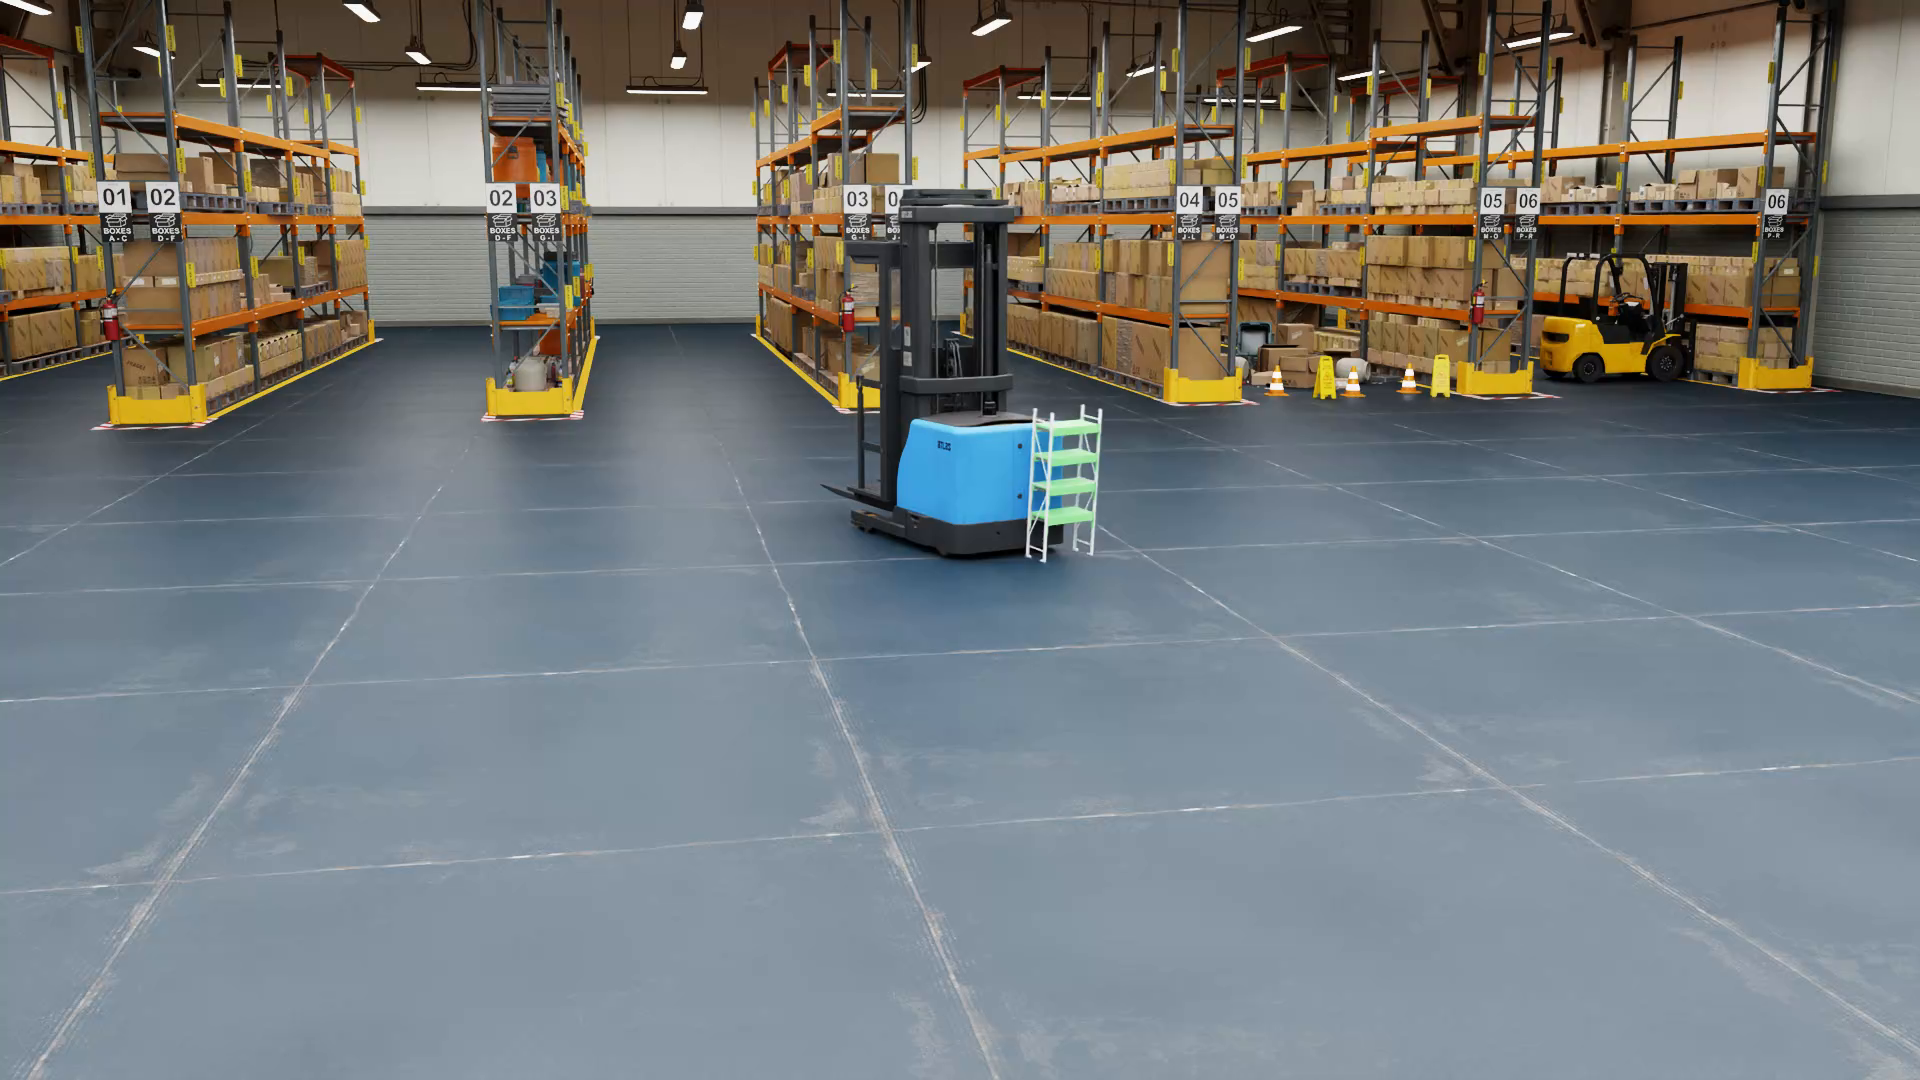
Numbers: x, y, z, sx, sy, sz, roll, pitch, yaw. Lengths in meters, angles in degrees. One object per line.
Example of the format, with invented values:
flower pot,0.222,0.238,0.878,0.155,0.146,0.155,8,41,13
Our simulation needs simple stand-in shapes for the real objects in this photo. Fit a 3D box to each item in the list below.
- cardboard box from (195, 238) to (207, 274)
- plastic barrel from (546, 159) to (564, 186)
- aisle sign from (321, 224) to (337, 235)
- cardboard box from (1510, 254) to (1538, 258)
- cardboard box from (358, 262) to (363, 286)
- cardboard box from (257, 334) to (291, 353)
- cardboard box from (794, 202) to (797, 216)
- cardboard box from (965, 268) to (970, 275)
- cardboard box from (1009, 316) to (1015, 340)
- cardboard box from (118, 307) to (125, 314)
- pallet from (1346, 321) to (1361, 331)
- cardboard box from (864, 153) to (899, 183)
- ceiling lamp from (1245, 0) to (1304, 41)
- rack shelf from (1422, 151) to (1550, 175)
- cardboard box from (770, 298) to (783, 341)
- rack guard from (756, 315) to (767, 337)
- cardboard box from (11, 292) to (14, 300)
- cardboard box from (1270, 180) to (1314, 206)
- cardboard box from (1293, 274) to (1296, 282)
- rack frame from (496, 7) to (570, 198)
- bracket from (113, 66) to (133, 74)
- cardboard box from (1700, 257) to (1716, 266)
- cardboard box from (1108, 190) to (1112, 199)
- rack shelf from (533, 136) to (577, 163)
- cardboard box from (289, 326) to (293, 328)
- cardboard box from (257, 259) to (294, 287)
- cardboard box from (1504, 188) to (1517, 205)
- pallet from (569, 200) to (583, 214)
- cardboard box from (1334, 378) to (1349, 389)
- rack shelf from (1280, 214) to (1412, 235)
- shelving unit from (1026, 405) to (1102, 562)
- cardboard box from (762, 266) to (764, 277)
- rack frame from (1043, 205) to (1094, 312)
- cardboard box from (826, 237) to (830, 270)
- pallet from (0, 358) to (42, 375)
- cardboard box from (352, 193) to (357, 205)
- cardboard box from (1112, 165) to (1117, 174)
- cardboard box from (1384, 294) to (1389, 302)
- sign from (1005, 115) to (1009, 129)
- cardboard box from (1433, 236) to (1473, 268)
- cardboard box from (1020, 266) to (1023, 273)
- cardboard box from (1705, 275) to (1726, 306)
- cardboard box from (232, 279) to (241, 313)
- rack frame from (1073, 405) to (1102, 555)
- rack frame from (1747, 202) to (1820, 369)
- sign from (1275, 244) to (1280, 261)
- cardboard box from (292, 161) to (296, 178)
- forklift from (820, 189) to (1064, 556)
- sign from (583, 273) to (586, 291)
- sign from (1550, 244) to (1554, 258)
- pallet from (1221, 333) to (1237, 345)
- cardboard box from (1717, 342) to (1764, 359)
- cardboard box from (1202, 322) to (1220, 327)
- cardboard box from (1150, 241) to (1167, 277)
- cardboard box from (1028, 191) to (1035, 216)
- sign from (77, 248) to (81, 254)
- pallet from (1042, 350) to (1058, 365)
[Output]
cardboard box,-11.202,-4.056,23.750,0.700,0.500,0.500,-2,11,-11
plastic barrel,-7.711,-6.727,31.225,0.600,0.830,0.708,-2,11,-11
aisle sign,-14.320,-7.299,37.570,0.394,0.787,0.004,-2,11,-11
cardboard box,11.897,-5.809,35.306,0.500,0.500,0.500,-2,11,-8
cardboard box,-13.560,-5.902,36.915,0.500,0.500,0.500,-2,11,-11
cardboard box,-11.917,-3.409,28.816,0.500,0.311,0.500,-2,11,-11
cardboard box,-2.804,-6.123,30.721,0.500,0.250,0.500,-2,11,-10
cardboard box,0.400,-6.644,40.020,0.500,0.500,0.500,-2,11,-8
cardboard box,1.350,-4.544,35.611,0.500,0.500,0.500,-2,11,-8
cardboard box,-18.439,-4.995,36.243,0.380,0.149,0.250,-2,11,-12
pallet,10.459,-5.391,41.957,1.003,0.211,1.213,-2,11,-11
cardboard box,-1.213,-5.642,25.393,0.500,0.500,0.500,-2,11,-11
ceiling lamp,5.637,-10.250,28.369,0.800,3.185,2.000,-2,11,-11
rack shelf,11.455,-8.218,36.300,1.077,0.370,4.000,-2,11,-11
cardboard box,-3.379,-4.692,35.385,1.225,0.875,0.875,-2,11,-11
rack guard,-4.306,-5.156,39.949,1.175,0.500,0.348,-2,11,-11
cardboard box,-17.199,-4.374,29.772,0.380,0.149,0.250,-2,11,-10
cardboard box,6.754,-7.067,33.882,0.797,0.503,0.637,-3,11,-15
cardboard box,6.879,-5.236,33.234,0.380,0.149,0.250,-3,11,-15
rack frame,-6.825,-6.946,26.622,1.000,3.000,0.127,-2,11,-11
bracket,-20.329,-11.434,40.575,0.076,0.066,3.189,-2,11,-11
cardboard box,12.833,-4.742,28.290,0.380,0.149,0.250,-2,11,-10
cardboard box,2.707,-5.820,28.009,0.380,0.149,0.250,-2,11,-11
rack shelf,-7.214,-6.763,28.654,1.077,0.370,4.000,-2,11,-11
cardboard box,-12.975,-3.799,31.642,0.500,0.500,0.500,-3,11,-13
cardboard box,-12.696,-4.920,30.631,0.700,0.500,0.500,-6,12,-30
cardboard box,8.695,-5.453,26.409,0.500,0.250,0.500,-2,11,-12
pallet,-6.589,-5.251,26.243,1.213,0.211,1.003,-2,11,-11
cardboard box,6.295,-2.572,27.311,0.380,0.149,0.250,4,11,18
rack shelf,7.365,-6.026,31.737,1.077,0.370,4.000,-2,11,-11
shelving unit,0.833,-0.459,13.349,0.503,1.200,0.258,-8,17,-34
cardboard box,-4.271,-6.167,38.180,0.500,0.250,0.500,-2,11,-13
rack frame,2.140,-5.074,32.834,1.000,3.000,0.127,-2,11,-11
cardboard box,-1.825,-4.499,26.073,0.500,0.500,0.500,-2,11,-11
pallet,-17.401,-3.150,30.179,1.003,0.211,1.213,-2,11,-11
cardboard box,-13.571,-7.489,36.562,0.500,0.250,0.500,-2,11,-11
cardboard box,2.755,-6.166,27.694,0.380,0.149,0.250,-2,11,-12
cardboard box,7.682,-4.254,29.198,0.380,0.149,0.250,-2,11,-11
sign,1.132,-10.042,39.966,0.100,0.325,0.005,-2,11,-11
cardboard box,8.127,-4.671,26.977,0.700,0.500,0.500,-2,11,-10
cardboard box,1.442,-5.520,33.930,0.380,0.149,0.250,-2,11,-11
cardboard box,12.955,-4.212,28.037,0.500,0.500,0.500,-2,11,-9
cardboard box,-11.592,-3.787,25.804,0.700,0.500,0.500,-2,11,-12
rack frame,1.033,-0.485,13.487,0.015,1.200,0.240,-8,17,-34
rack frame,13.400,-3.987,27.120,1.000,3.000,0.127,-2,11,-11
sign,6.432,-5.821,33.660,0.100,0.325,0.005,-2,11,-11
cardboard box,-12.740,-6.834,31.116,0.500,0.500,0.500,-2,11,-11
forklift,-0.307,-1.542,14.461,1.130,2.935,3.031,-6,12,-29
sign,-7.065,-4.834,31.134,0.100,0.325,0.005,-2,11,-11
sign,12.388,-6.044,34.830,0.100,0.325,0.005,-2,11,-11
pallet,6.422,-4.498,37.263,1.003,0.211,1.213,-2,11,-11
cardboard box,12.999,-3.166,27.701,0.500,0.250,0.500,-2,11,-12
cardboard box,6.181,-5.073,38.557,0.875,0.438,0.875,-2,11,-12
cardboard box,3.464,-4.378,25.887,0.875,0.550,0.550,-2,11,-11
cardboard box,1.670,-6.784,33.525,0.500,0.500,0.500,-2,11,-11
sign,-19.423,-6.284,36.665,0.100,0.325,0.005,-2,11,-11
pallet,2.219,-3.557,32.321,1.003,0.211,1.213,-2,11,-11
